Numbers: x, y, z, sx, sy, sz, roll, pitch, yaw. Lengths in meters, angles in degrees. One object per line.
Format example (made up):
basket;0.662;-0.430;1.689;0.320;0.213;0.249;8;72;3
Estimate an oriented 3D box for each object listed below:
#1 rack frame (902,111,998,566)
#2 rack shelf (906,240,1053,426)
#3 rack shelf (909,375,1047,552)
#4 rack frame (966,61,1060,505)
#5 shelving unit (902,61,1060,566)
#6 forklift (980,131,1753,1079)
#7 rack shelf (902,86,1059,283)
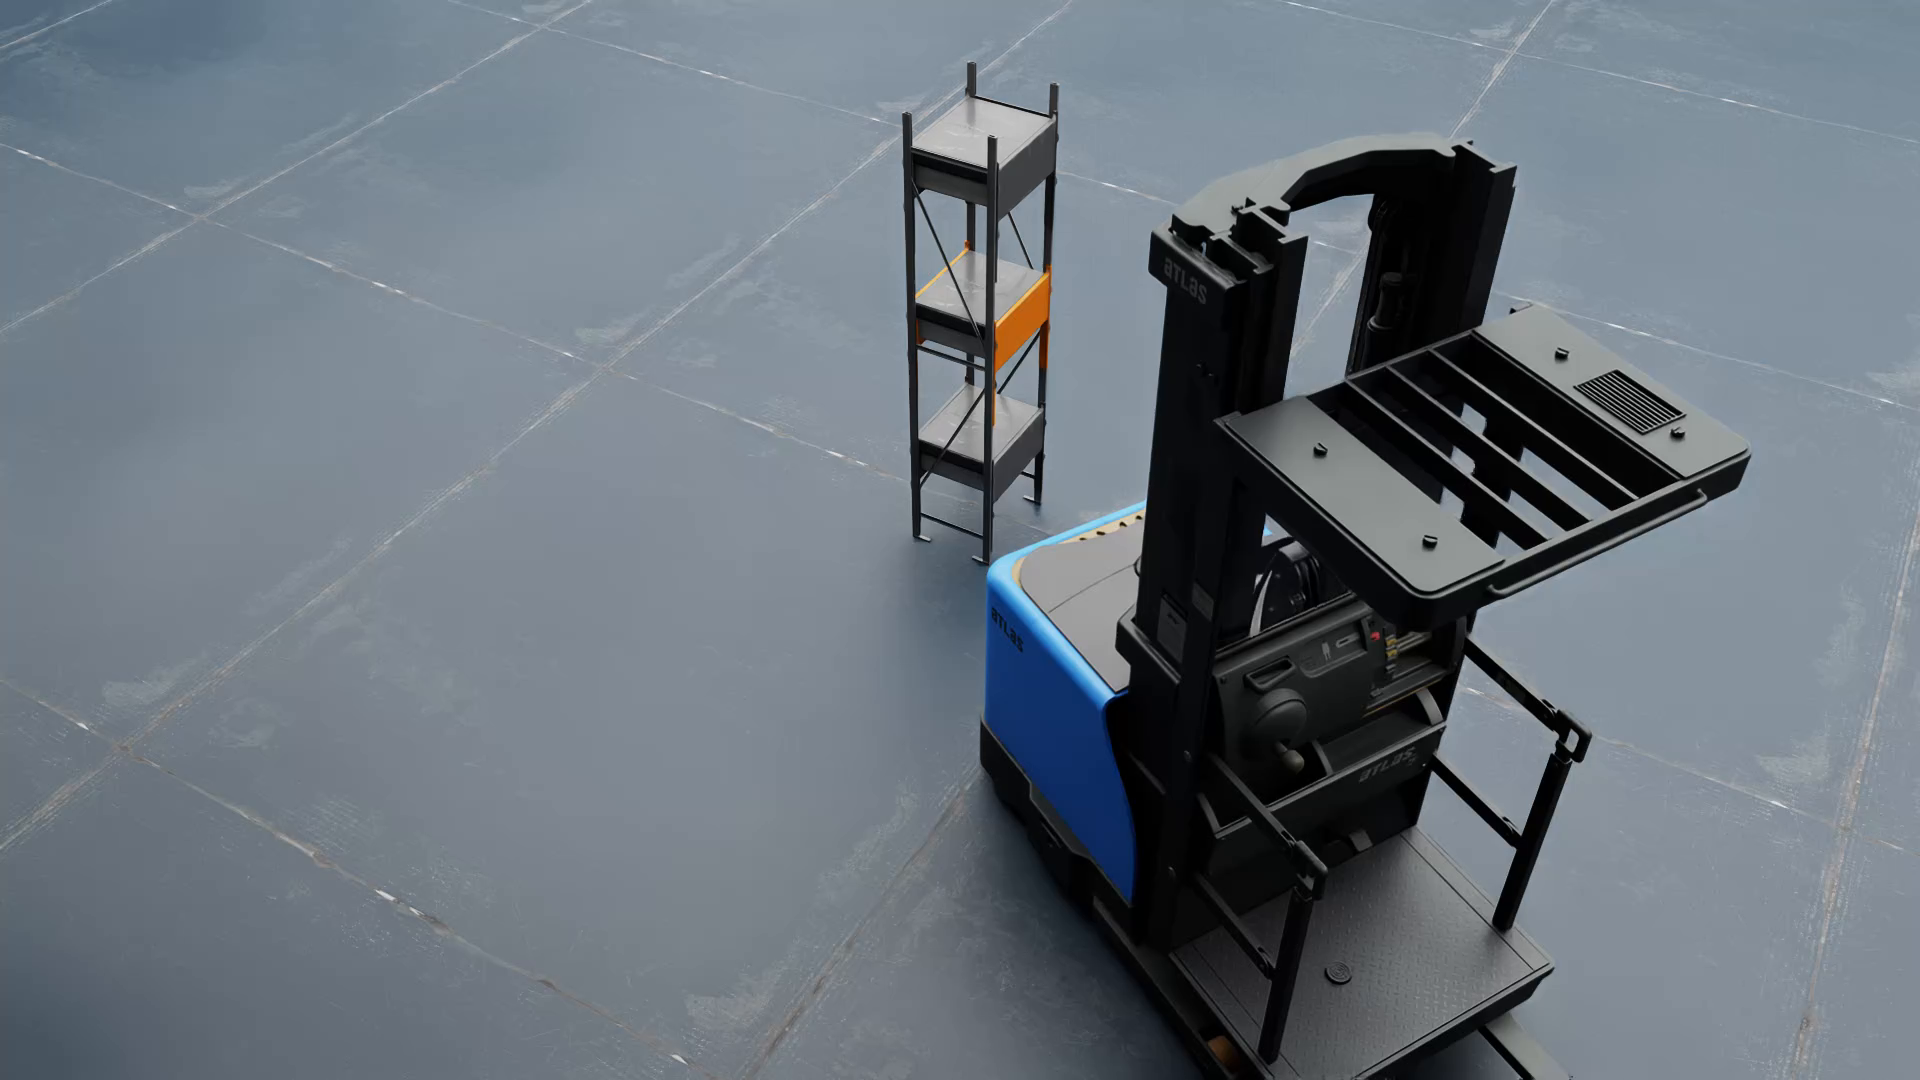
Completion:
rack frame;-0.039;-0.743;6.821;0.400;2.100;0.015;21;45;22
rack shelf;0.083;-0.872;6.988;0.431;0.518;0.480;21;45;22
rack shelf;0.083;-0.347;7.451;0.431;0.518;0.480;21;45;22
rack frame;0.205;-1.022;7.138;0.400;2.100;0.015;21;45;22
shelving unit;0.083;-0.883;6.979;0.431;2.100;0.503;21;45;22
forklift;1.252;0.467;4.818;1.130;2.935;3.031;-21;46;-22
rack shelf;0.083;-1.398;6.526;0.431;0.518;0.480;21;45;22
